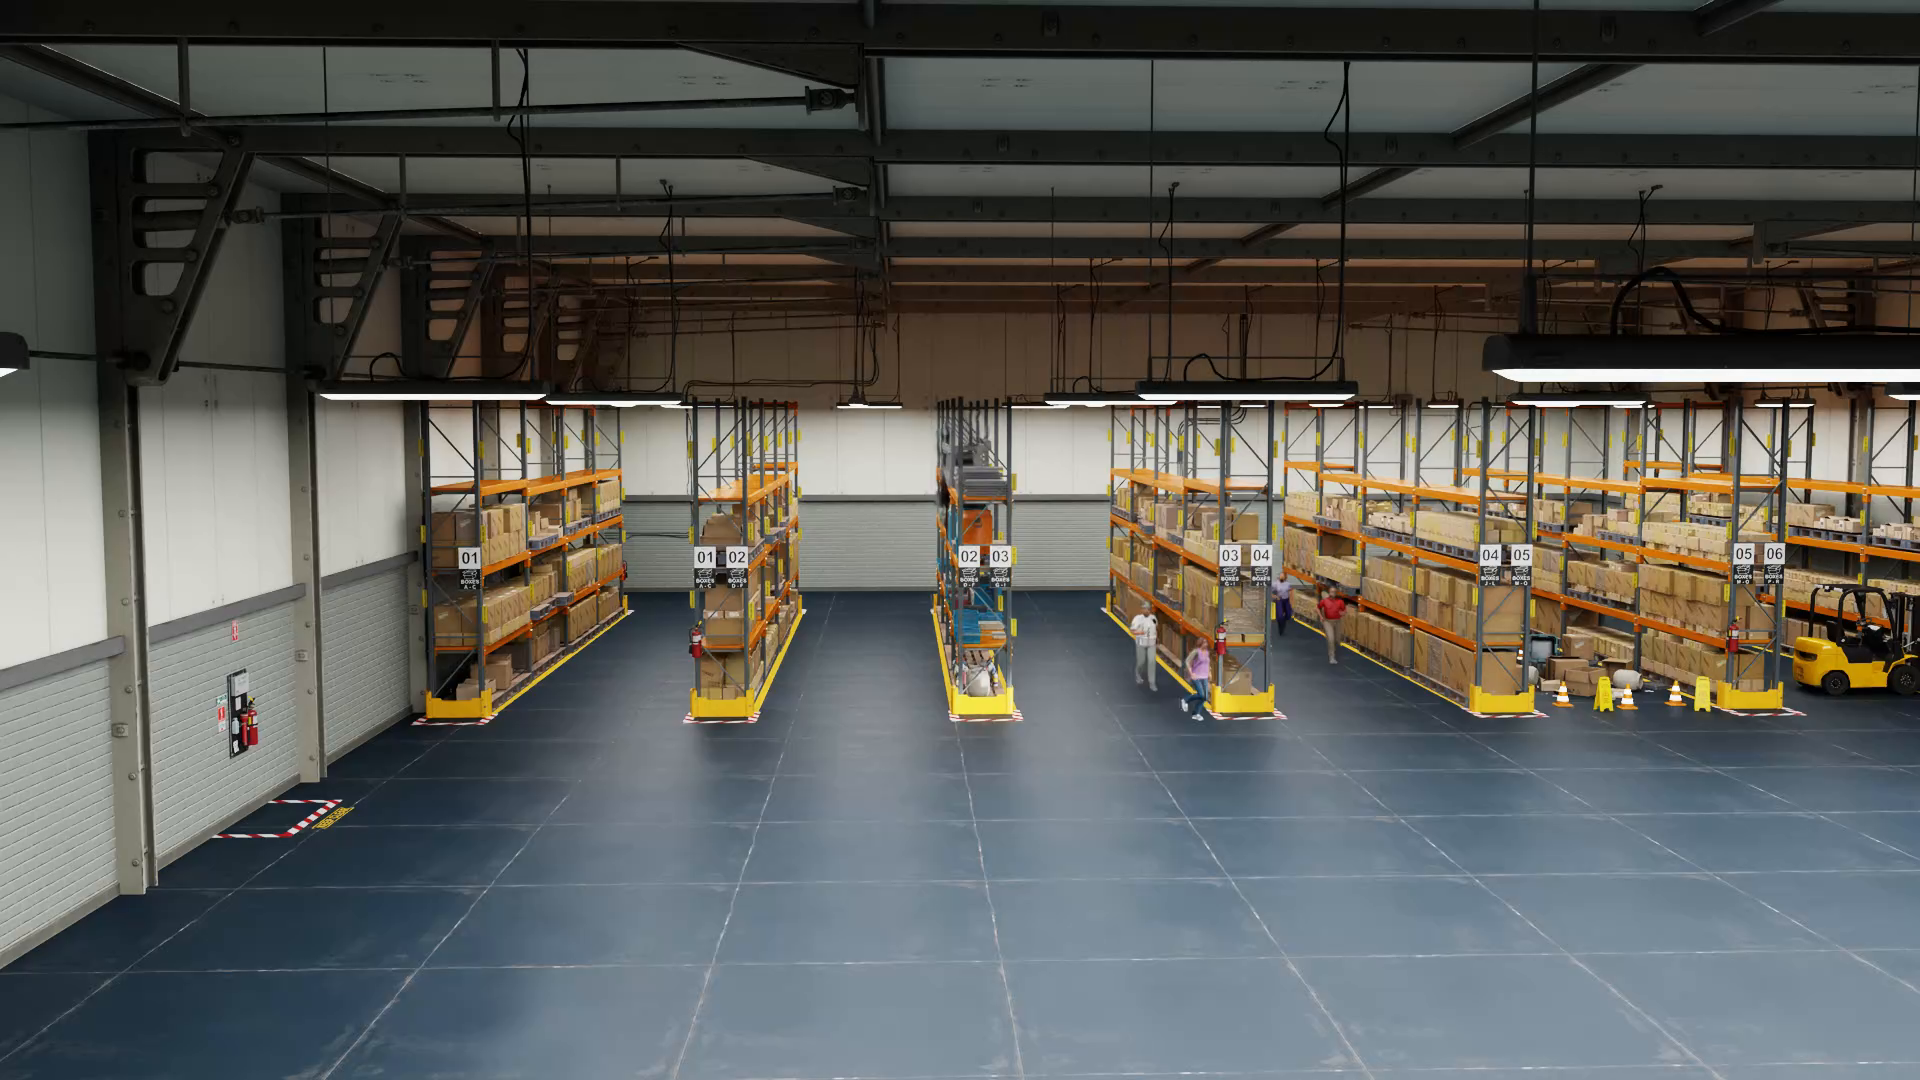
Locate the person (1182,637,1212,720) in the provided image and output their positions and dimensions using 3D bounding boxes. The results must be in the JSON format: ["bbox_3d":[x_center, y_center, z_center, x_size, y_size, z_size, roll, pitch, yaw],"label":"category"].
[{"bbox_3d":[4.428,2.563,31.003,0.591,1.541,0.514,-4,6,-39],"label":"person"}]

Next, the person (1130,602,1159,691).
[{"bbox_3d":[3.835,2.157,34.358,0.659,1.791,0.967,-1,4,-9],"label":"person"}]

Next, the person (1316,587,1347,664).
[{"bbox_3d":[8.491,1.930,37.920,0.672,1.698,0.933,0,4,-5],"label":"person"}]

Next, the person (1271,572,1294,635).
[{"bbox_3d":[8.288,1.629,42.800,0.656,1.607,0.541,0,4,-5],"label":"person"}]
